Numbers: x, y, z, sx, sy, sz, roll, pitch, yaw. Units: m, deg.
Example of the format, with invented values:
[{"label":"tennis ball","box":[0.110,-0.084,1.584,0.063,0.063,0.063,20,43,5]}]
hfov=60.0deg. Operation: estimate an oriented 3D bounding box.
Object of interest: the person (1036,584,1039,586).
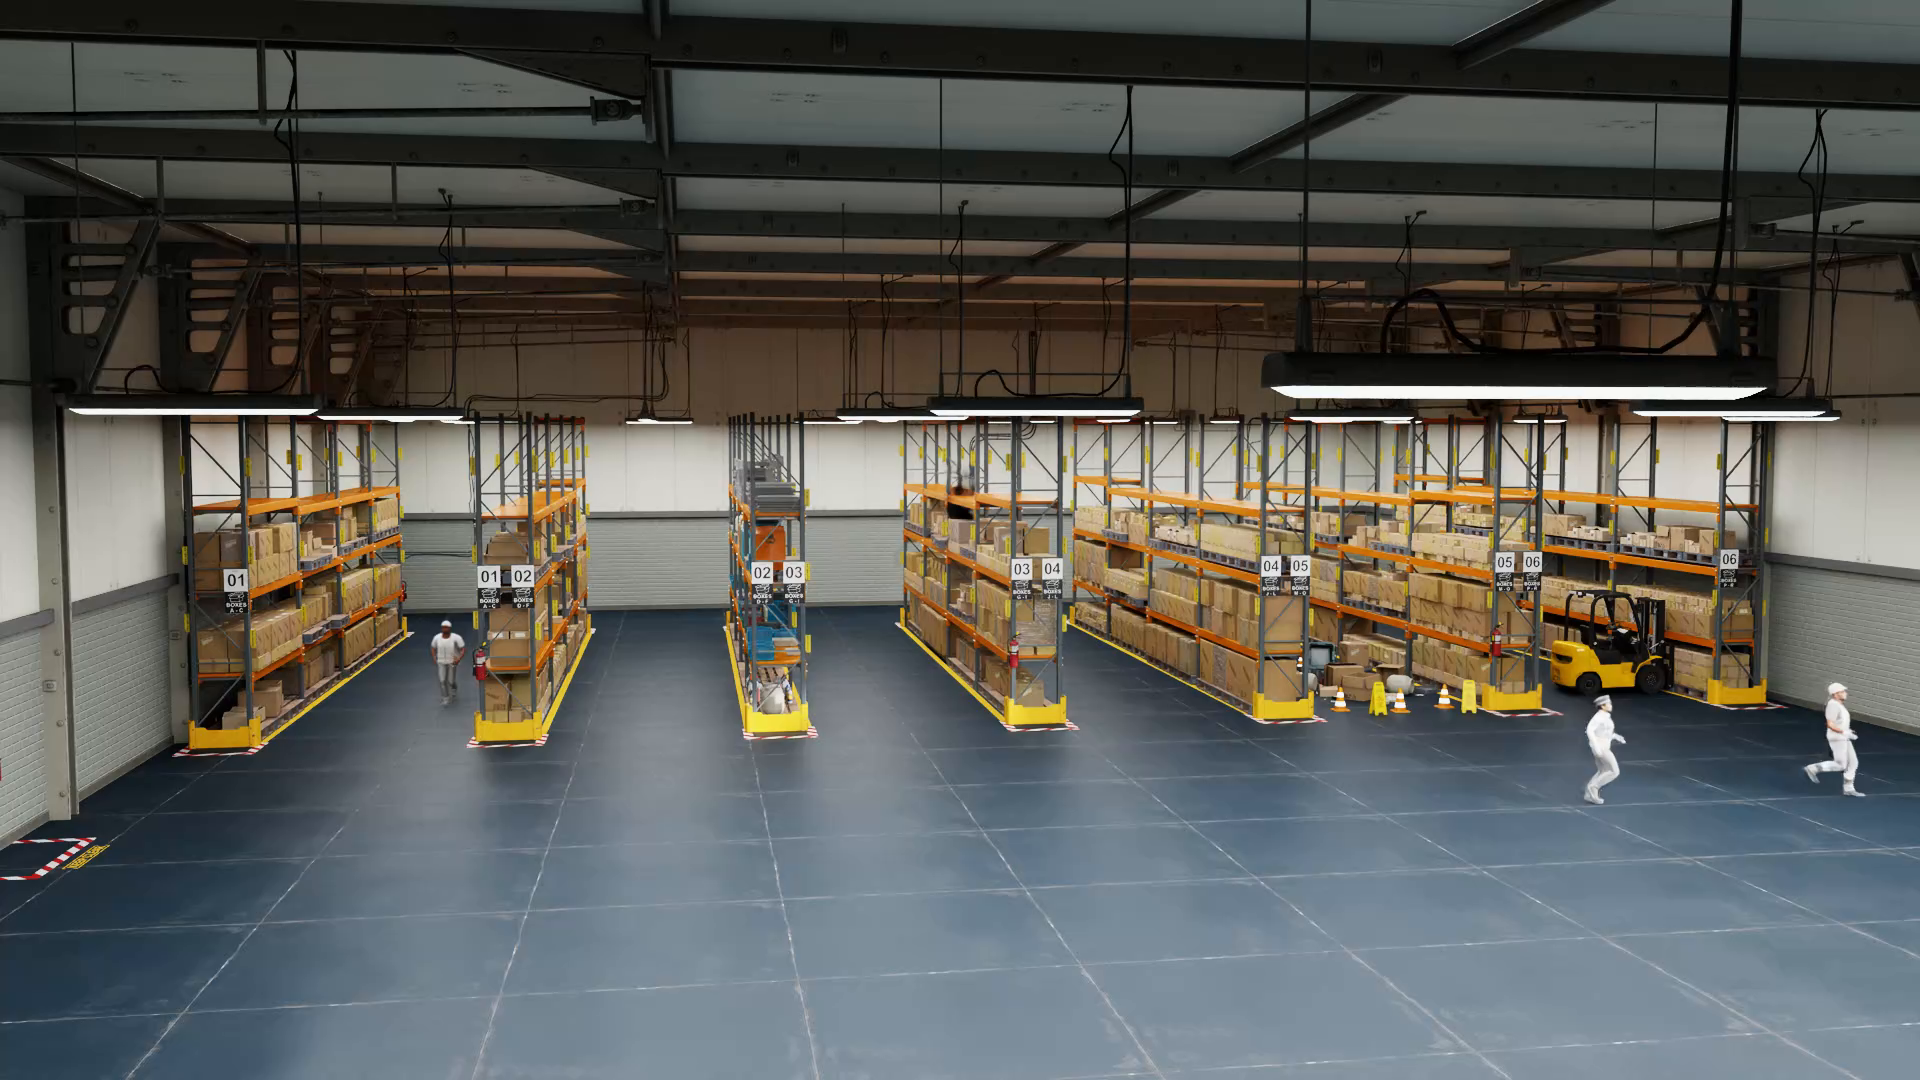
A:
[{"label":"person","box":[1.871,1.745,41.559,0.638,1.750,0.538,-1,4,-11]}]

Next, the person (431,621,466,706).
[{"label":"person","box":[-10.592,2.525,34.394,0.721,1.731,0.727,0,4,-5]}]

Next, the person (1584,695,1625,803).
[{"label":"person","box":[9.799,3.169,25.266,0.567,1.661,0.623,2,4,23]}]

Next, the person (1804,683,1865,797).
[{"label":"person","box":[13.638,3.094,25.872,0.848,1.748,0.669,3,5,36]}]

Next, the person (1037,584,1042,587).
[{"label":"person","box":[2.139,1.615,47.698,0.721,1.800,0.977,1,4,10]}]
